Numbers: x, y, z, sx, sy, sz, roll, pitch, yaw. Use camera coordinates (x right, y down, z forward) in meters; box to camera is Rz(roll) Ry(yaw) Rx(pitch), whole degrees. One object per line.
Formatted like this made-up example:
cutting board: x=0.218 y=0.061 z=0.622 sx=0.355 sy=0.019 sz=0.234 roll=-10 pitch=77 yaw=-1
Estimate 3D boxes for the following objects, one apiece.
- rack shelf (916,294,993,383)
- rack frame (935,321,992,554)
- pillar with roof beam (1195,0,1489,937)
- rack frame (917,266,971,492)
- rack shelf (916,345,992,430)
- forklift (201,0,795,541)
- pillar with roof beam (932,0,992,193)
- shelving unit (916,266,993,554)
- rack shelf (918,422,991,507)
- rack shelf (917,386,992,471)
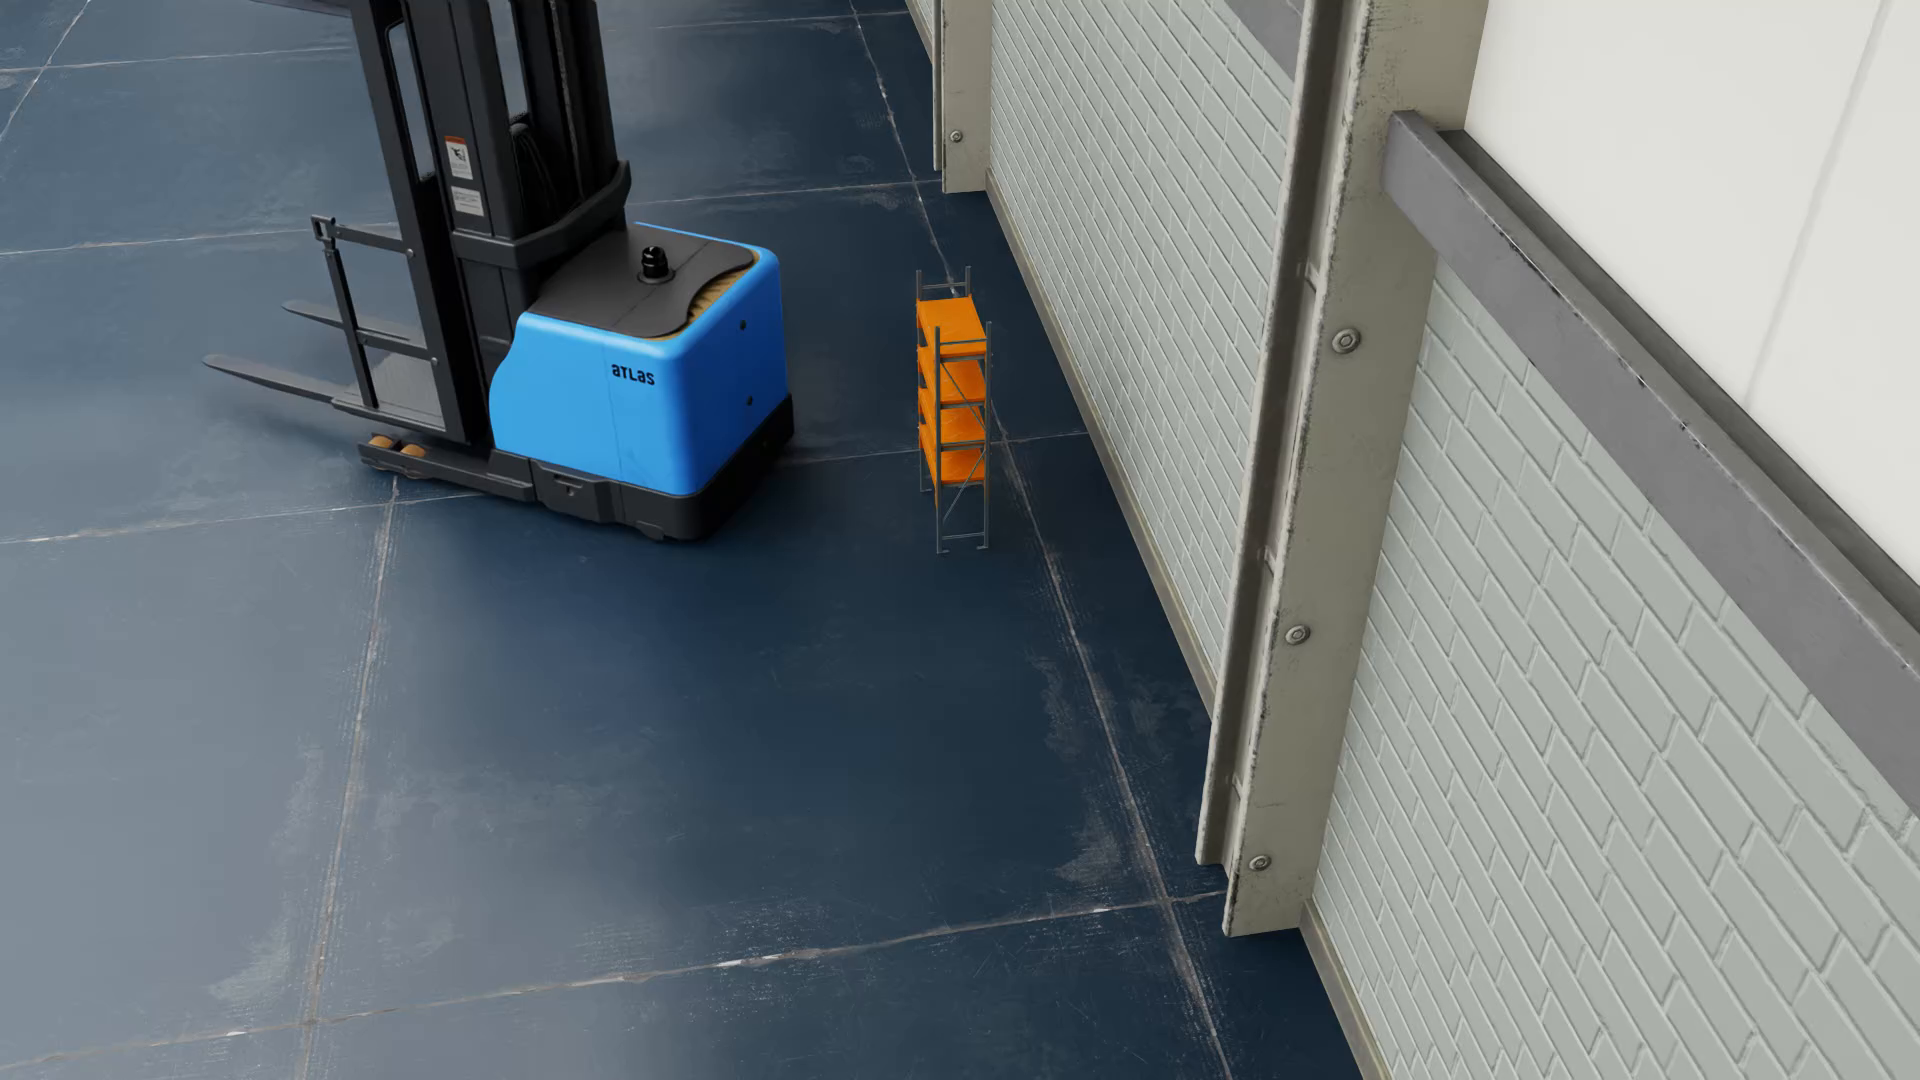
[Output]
rack shelf: x=-0.029 y=-0.884 z=7.270 sx=0.258 sy=0.148 sz=0.480 roll=-6 pitch=38 yaw=-8
rack frame: x=0.014 y=-0.426 z=7.321 sx=0.240 sy=1.200 sz=0.015 roll=-6 pitch=38 yaw=-8
pillar with roof beam: x=-3.173 y=-1.810 z=2.745 sx=9.100 sy=9.000 sz=0.400 roll=-6 pitch=38 yaw=-8
rack frame: x=-0.072 y=-0.721 z=7.700 sx=0.240 sy=1.200 sz=0.015 roll=-6 pitch=38 yaw=-8
rack shelf: x=-0.029 y=-0.697 z=7.415 sx=0.258 sy=0.148 sz=0.480 roll=-6 pitch=38 yaw=-8
forklift: x=-2.395 y=-1.738 z=7.598 sx=3.031 sy=2.935 sz=1.130 roll=14 pitch=40 yaw=18
pillar with roof beam: x=-4.225 y=-5.434 z=7.410 sx=9.100 sy=9.000 sz=0.400 roll=-6 pitch=38 yaw=-8
shelving unit: x=-0.029 y=-0.574 z=7.511 sx=0.258 sy=1.200 sz=0.503 roll=-6 pitch=38 yaw=-8
rack shelf: x=-0.029 y=-0.364 z=7.674 sx=0.258 sy=0.148 sz=0.480 roll=-6 pitch=38 yaw=-8
rack shelf: x=-0.029 y=-0.521 z=7.552 sx=0.258 sy=0.148 sz=0.480 roll=-6 pitch=38 yaw=-8
